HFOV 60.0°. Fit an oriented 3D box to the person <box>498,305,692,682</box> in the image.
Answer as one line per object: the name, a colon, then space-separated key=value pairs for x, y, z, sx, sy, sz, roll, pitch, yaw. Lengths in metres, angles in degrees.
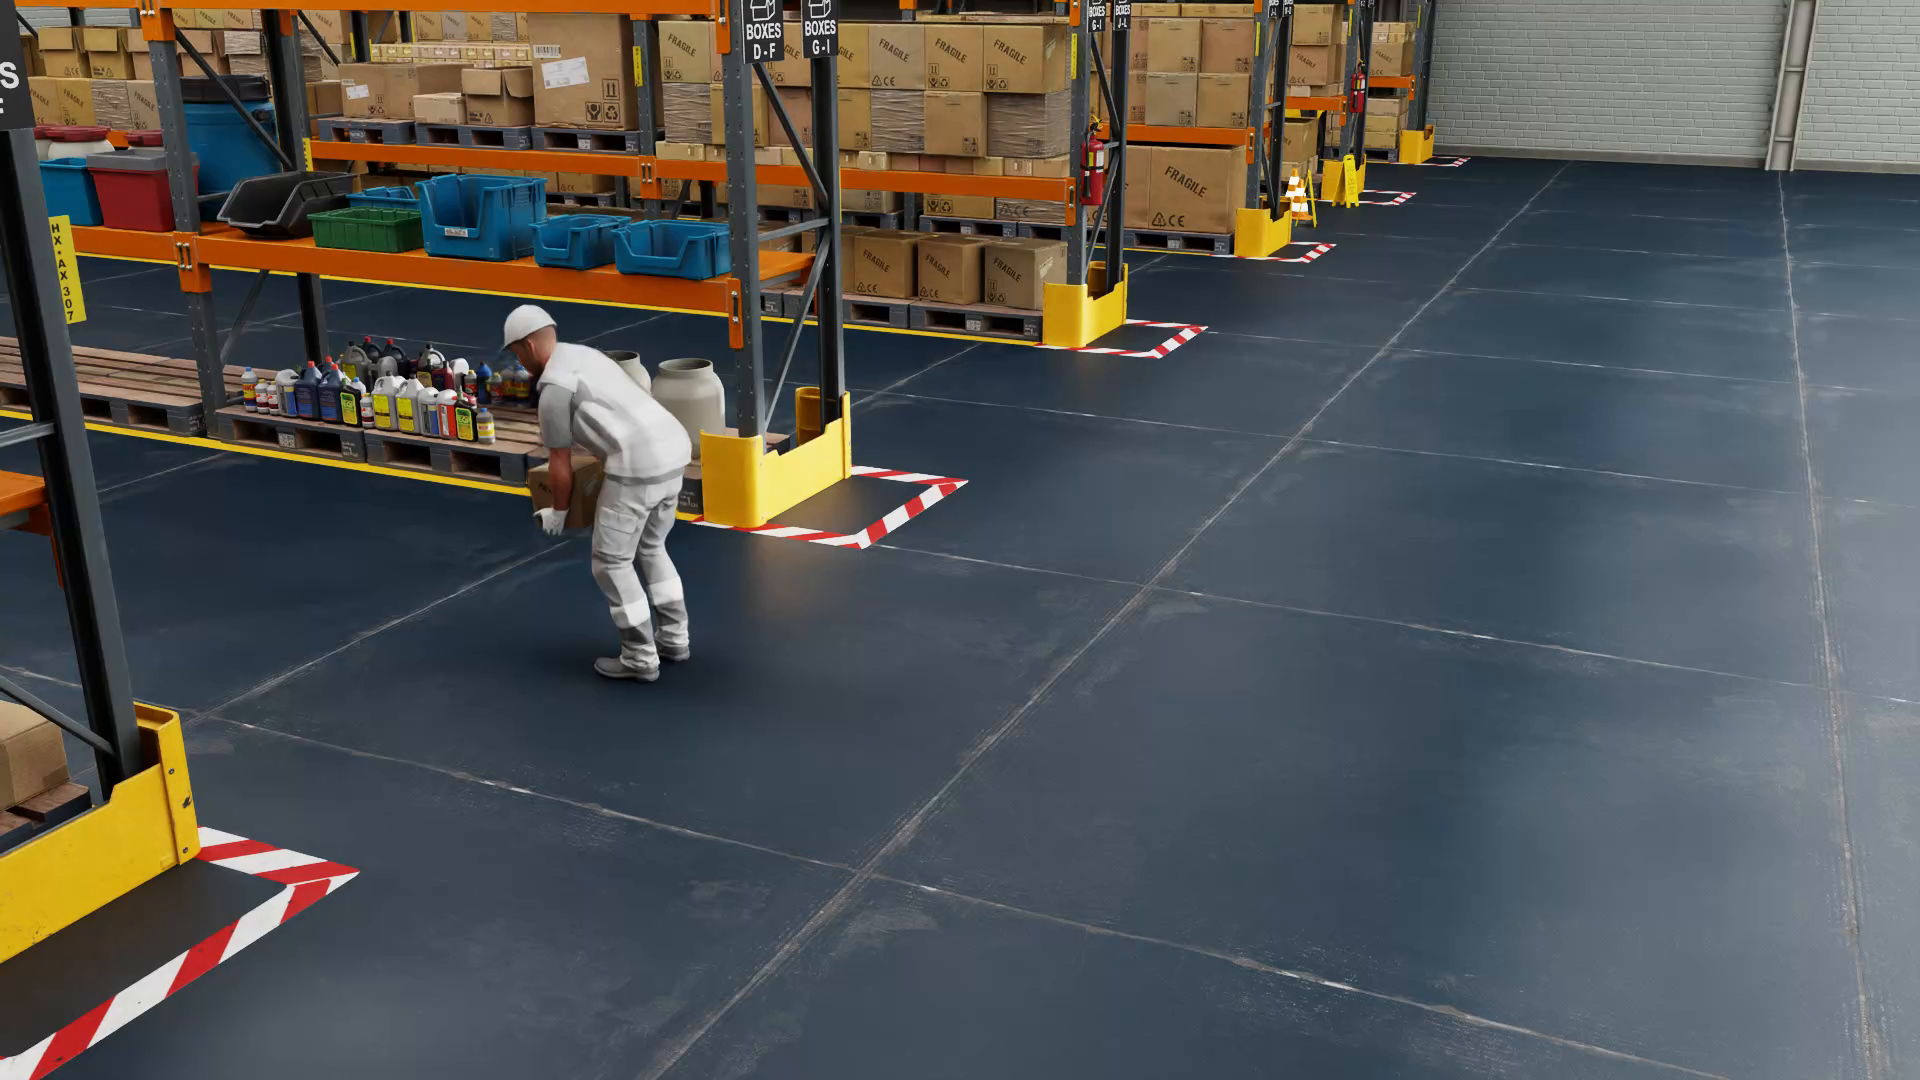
person: x=-1.530 y=-0.209 z=7.020 sx=0.819 sy=1.540 sz=0.483 roll=8 pitch=20 yaw=22
